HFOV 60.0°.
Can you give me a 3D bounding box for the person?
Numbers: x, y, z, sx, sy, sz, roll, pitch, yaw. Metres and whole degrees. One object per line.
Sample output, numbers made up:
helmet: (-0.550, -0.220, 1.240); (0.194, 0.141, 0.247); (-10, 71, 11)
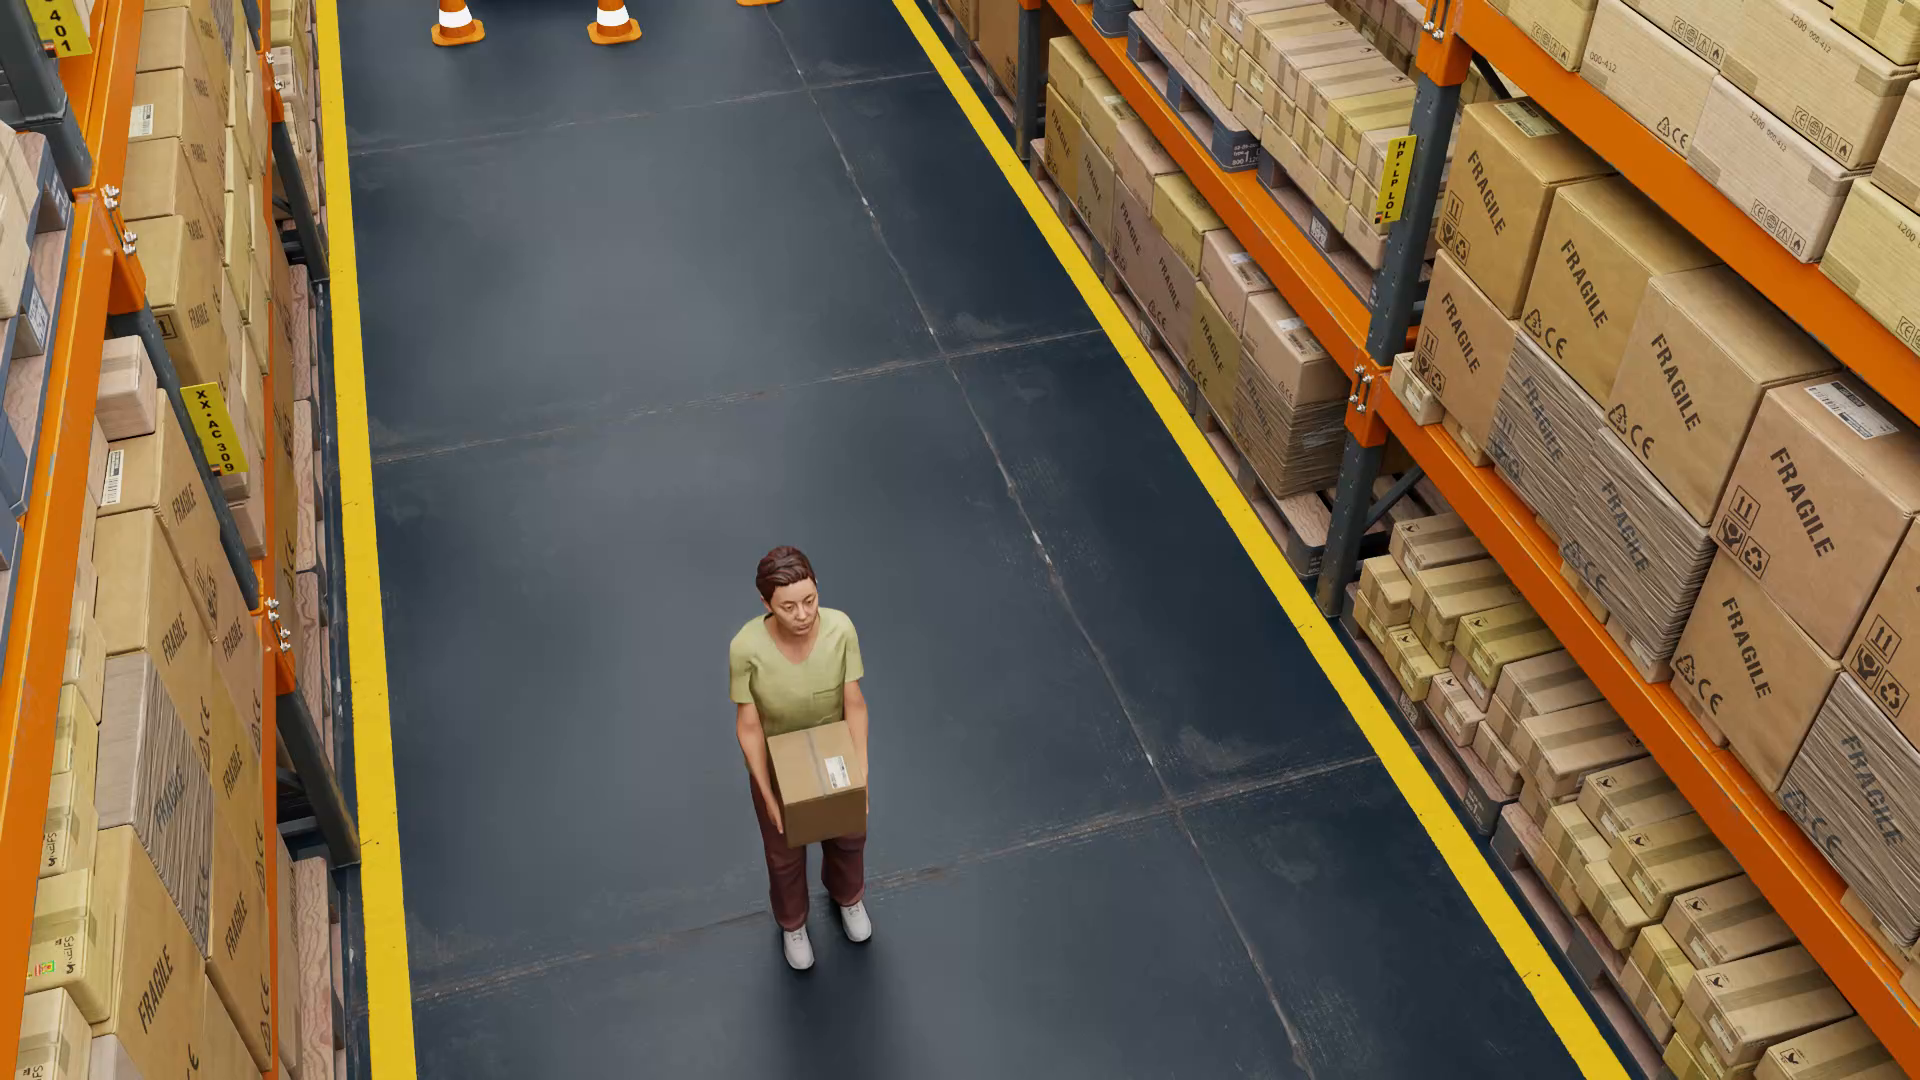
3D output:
person: (-0.486, 0.847, 5.433); (0.425, 1.405, 0.562); (-11, 44, -12)
